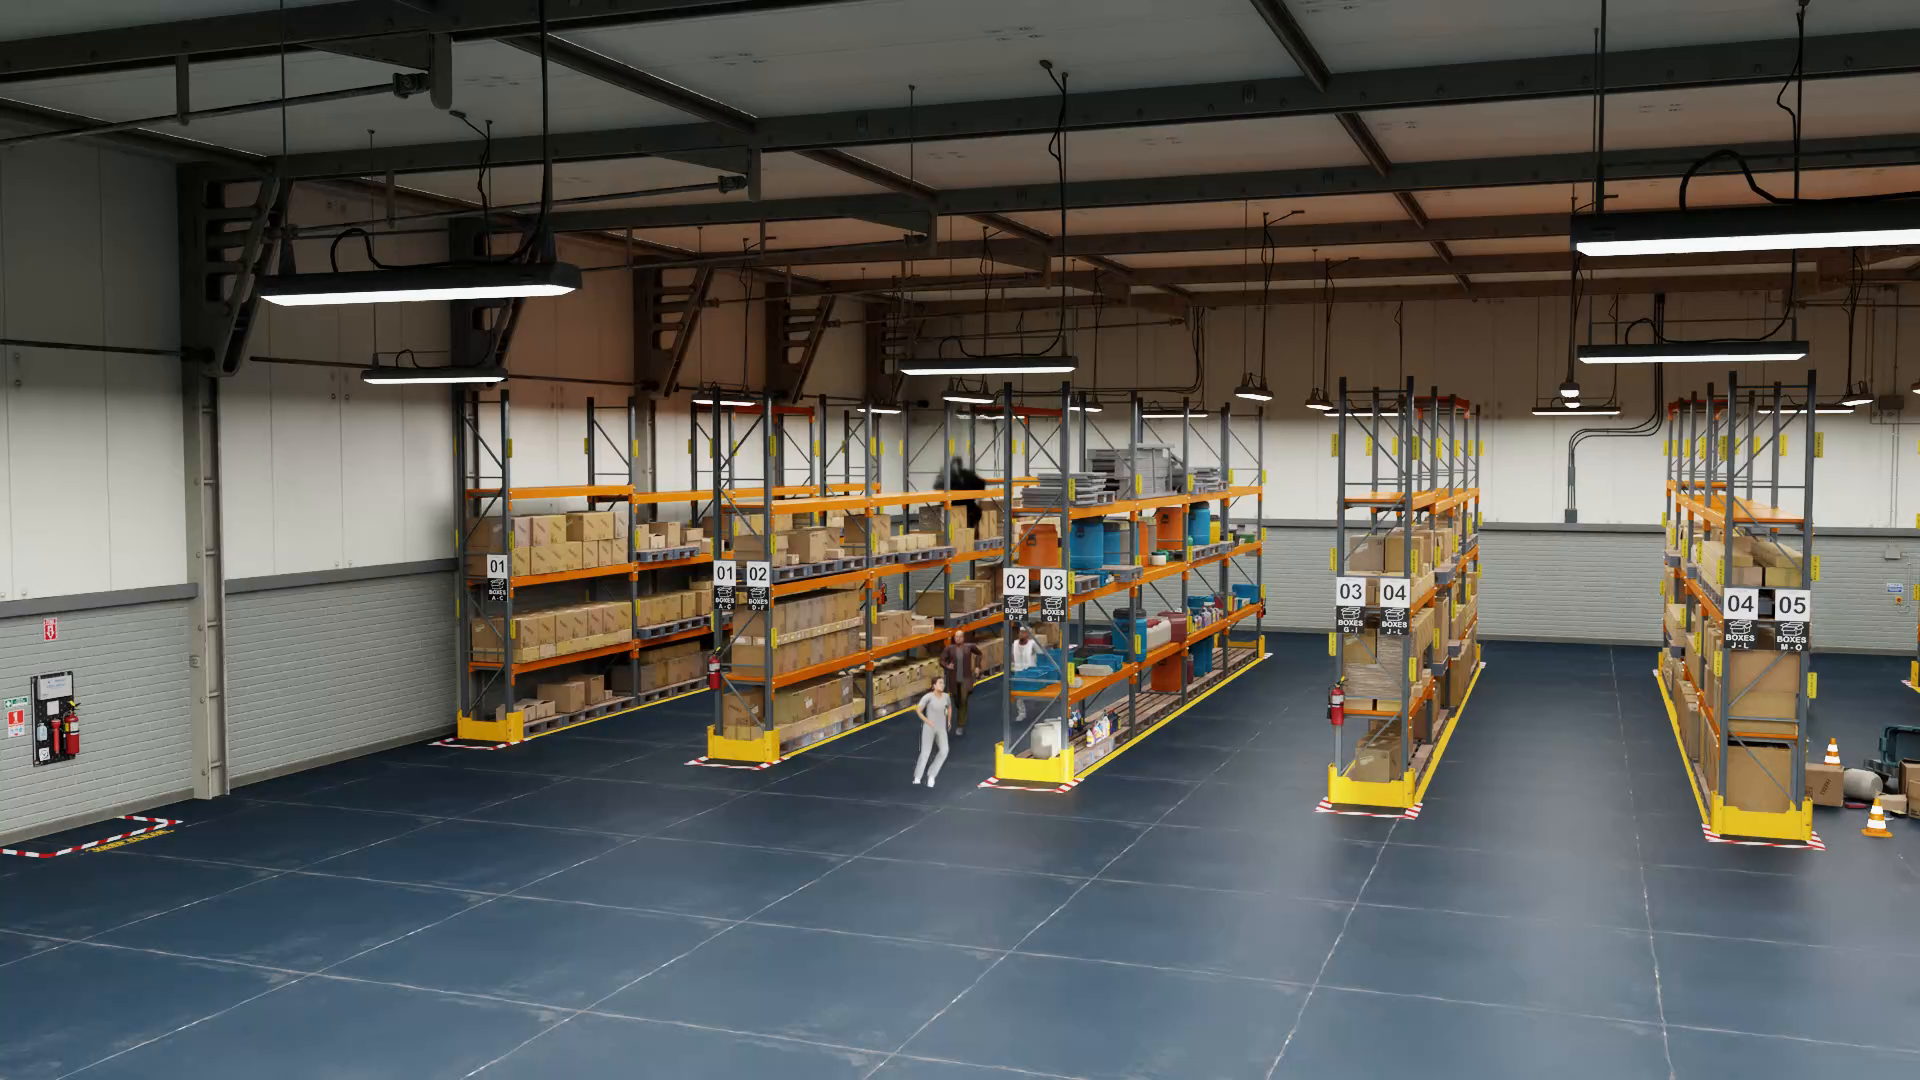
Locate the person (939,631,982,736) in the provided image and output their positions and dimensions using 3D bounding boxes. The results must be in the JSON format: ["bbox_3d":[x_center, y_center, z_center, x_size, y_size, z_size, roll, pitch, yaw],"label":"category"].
[{"bbox_3d":[0.010,2.514,29.391,0.738,1.853,0.971,0,3,7],"label":"person"}]

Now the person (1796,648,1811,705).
[{"bbox_3d":[16.188,2.450,32.204,0.542,1.559,0.625,0,3,8],"label":"person"}]

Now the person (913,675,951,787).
[{"bbox_3d":[-0.356,2.820,24.680,0.622,1.632,0.651,-1,3,-23],"label":"person"}]

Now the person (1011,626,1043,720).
[{"bbox_3d":[1.202,2.450,30.807,0.712,1.734,0.668,1,3,20],"label":"person"}]
